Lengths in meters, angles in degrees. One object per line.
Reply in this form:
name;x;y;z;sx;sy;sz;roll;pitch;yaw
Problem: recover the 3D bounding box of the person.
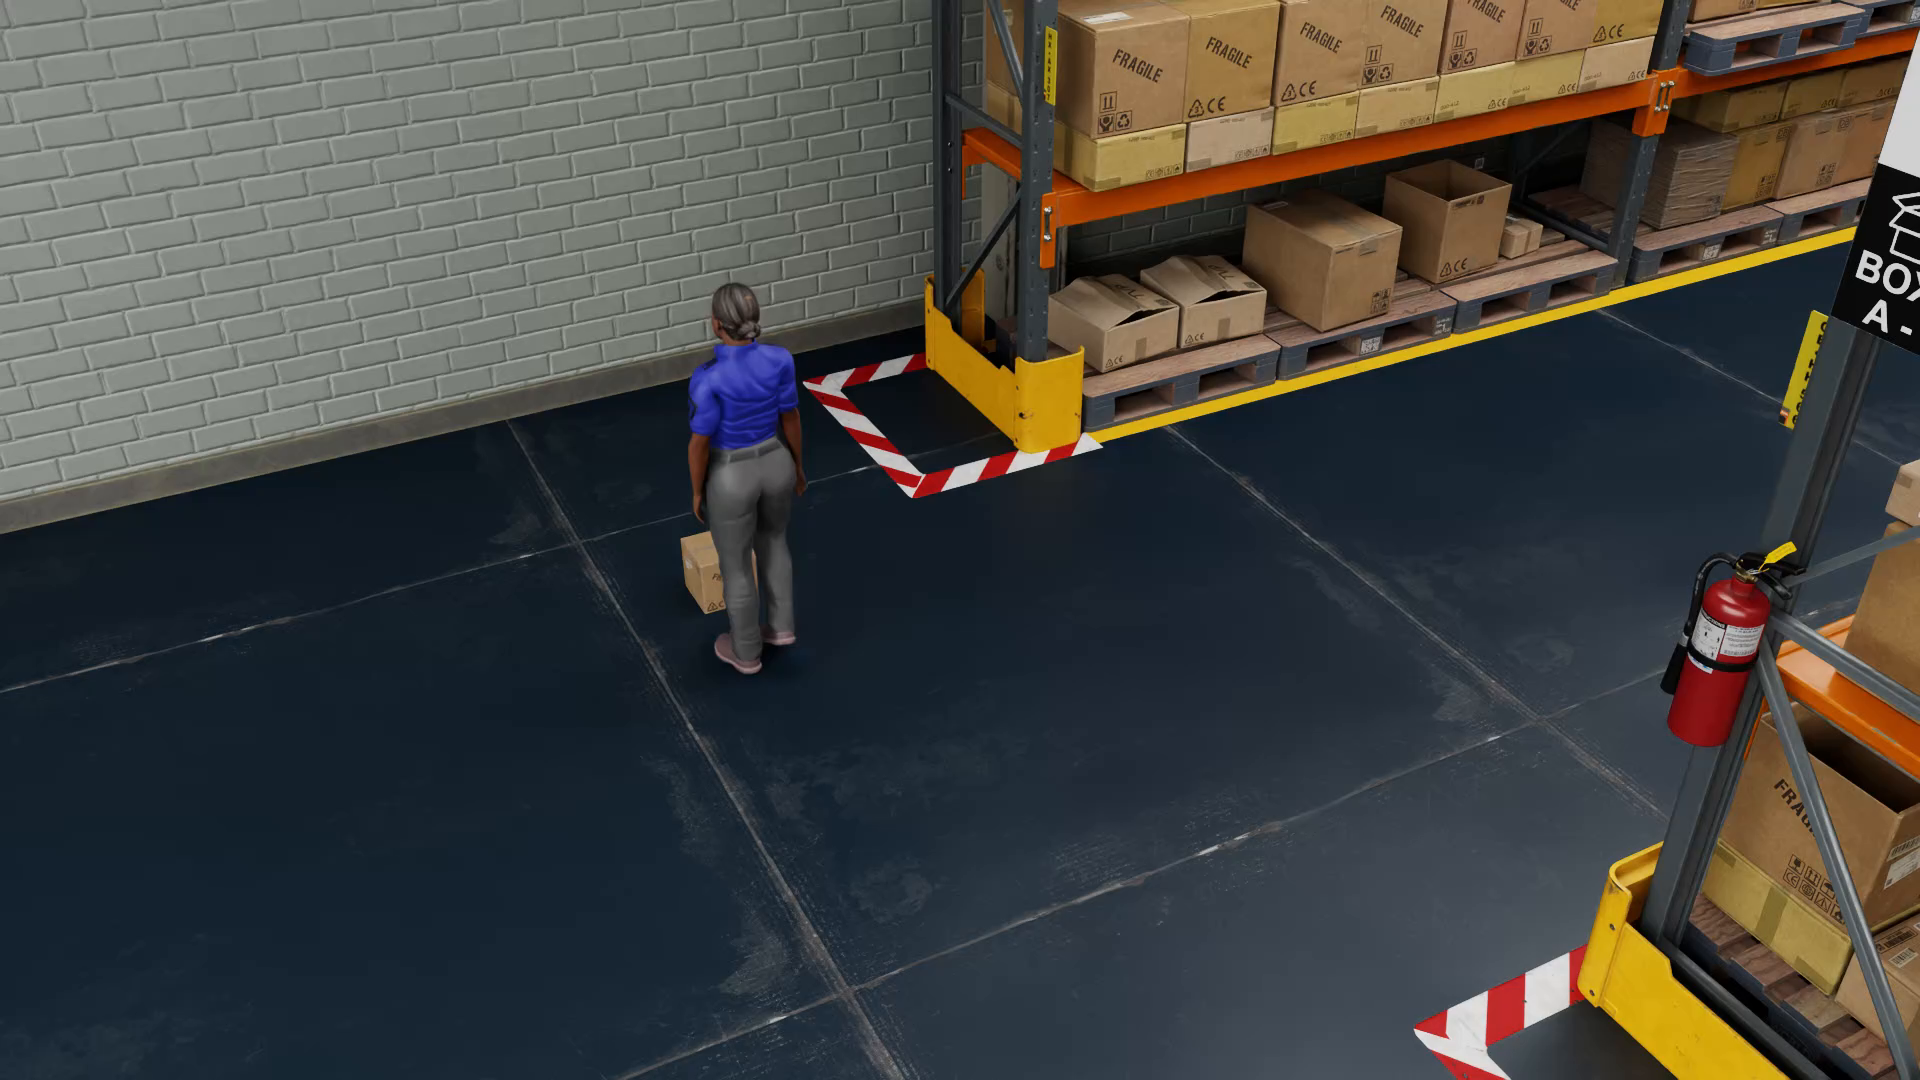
person;-0.829;-0.273;6.455;0.485;1.589;0.343;-20;38;-28
